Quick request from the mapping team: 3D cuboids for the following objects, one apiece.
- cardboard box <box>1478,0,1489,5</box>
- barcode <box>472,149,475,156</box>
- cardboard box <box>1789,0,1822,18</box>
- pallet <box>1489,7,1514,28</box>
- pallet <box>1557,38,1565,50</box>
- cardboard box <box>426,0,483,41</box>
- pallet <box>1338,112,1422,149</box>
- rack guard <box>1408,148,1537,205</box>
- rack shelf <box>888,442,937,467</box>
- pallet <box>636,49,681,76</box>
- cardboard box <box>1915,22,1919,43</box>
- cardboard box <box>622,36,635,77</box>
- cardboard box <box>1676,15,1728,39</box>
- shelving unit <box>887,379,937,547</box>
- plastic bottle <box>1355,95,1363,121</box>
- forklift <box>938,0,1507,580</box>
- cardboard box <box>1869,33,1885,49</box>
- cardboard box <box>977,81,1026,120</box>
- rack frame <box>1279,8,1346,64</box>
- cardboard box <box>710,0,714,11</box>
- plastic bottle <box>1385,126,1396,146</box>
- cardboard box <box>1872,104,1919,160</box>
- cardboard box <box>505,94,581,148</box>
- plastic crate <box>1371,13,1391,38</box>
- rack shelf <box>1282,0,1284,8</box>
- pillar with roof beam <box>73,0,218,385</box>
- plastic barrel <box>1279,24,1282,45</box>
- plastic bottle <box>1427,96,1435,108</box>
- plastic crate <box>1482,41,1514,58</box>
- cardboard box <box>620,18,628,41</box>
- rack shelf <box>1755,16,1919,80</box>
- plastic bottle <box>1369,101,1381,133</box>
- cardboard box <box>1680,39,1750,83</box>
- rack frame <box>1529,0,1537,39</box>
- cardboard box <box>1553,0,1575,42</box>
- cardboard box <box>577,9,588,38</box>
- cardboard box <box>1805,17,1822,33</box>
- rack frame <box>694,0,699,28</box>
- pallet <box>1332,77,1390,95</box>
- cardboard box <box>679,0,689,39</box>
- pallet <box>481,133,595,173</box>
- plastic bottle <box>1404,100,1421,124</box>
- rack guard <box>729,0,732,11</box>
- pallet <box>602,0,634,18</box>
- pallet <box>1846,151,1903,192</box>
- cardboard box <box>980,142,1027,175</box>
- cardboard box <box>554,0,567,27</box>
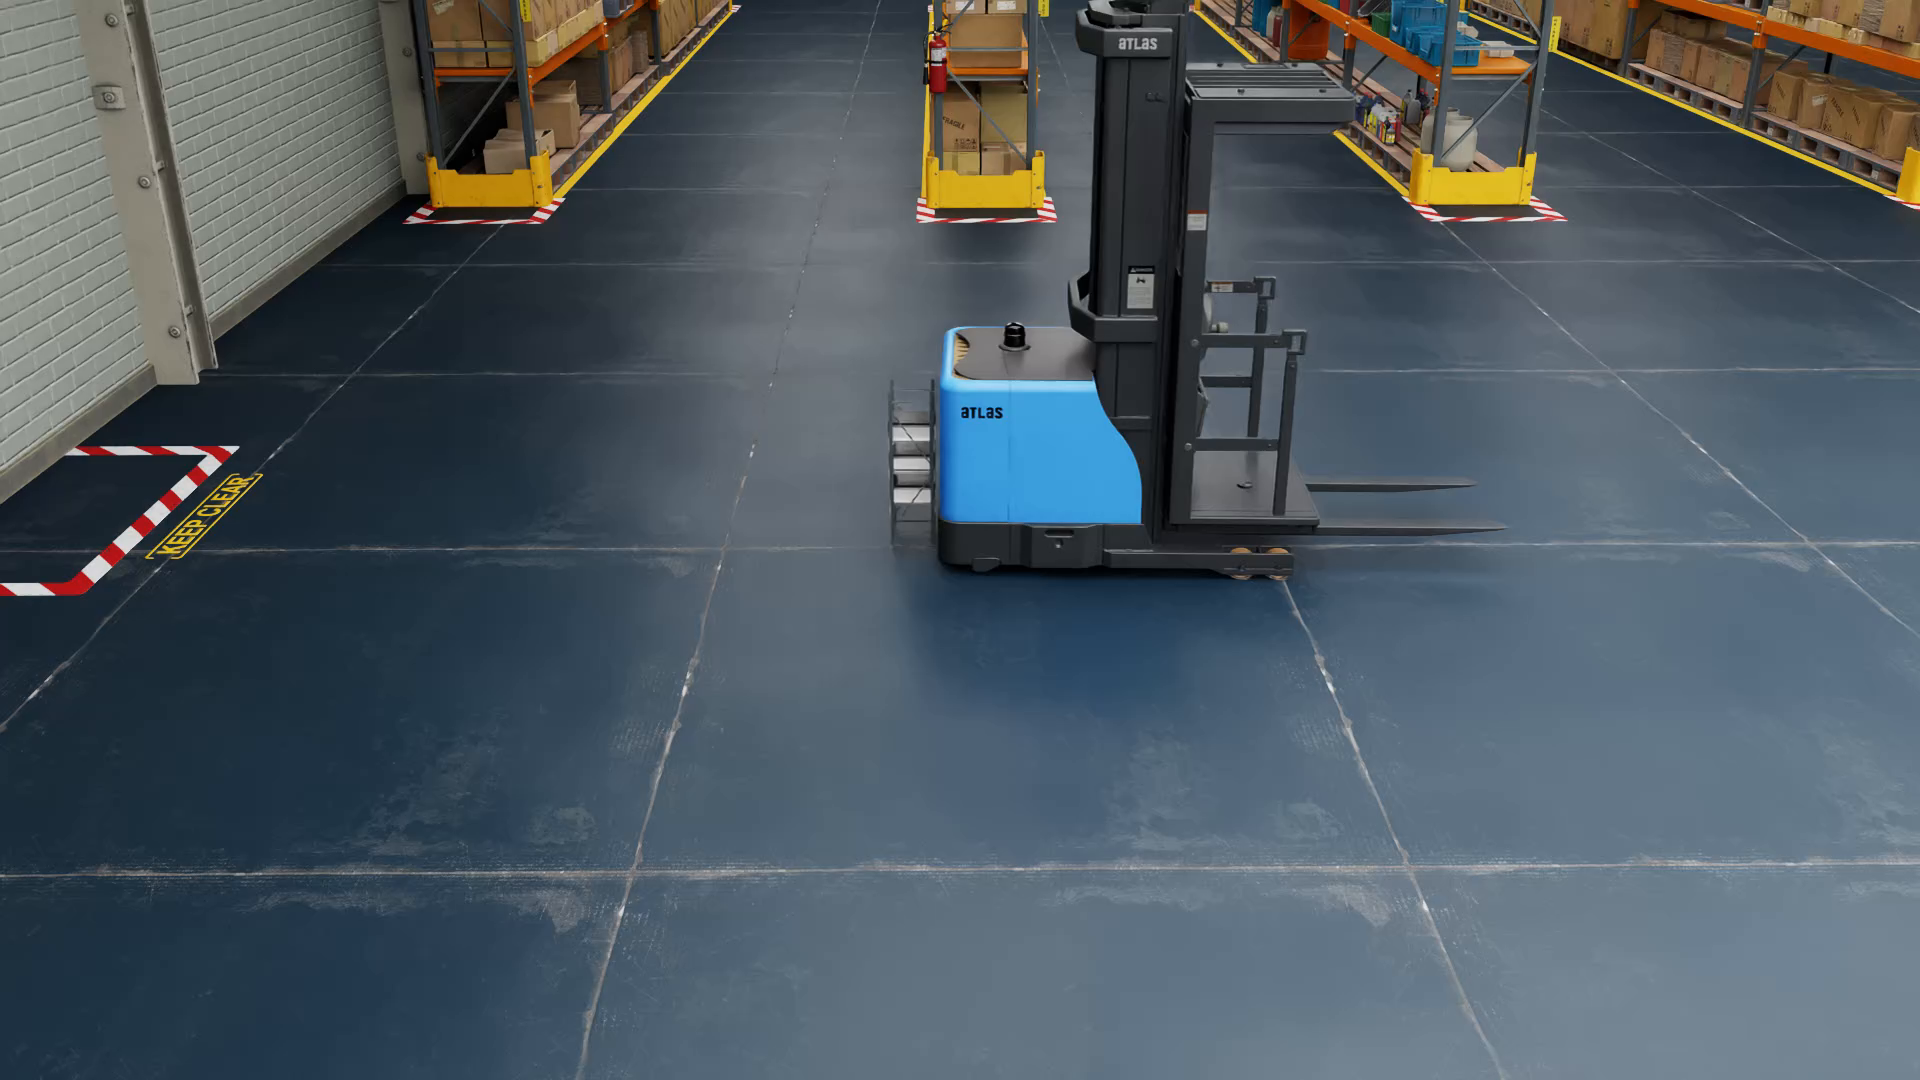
[{"bbox_3d":[10.066,-10.348,30.558,0.875,0.875,0.875,0,24,-1],"label":"cardboard box"},{"bbox_3d":[-5.023,-3.999,17.169,0.001,0.075,0.075,0,24,-1],"label":"barcode"},{"bbox_3d":[10.023,-6.232,18.907,0.875,0.500,0.500,0,24,-1],"label":"cardboard box"},{"bbox_3d":[10.076,-9.286,29.527,1.003,0.211,1.213,0,24,-1],"label":"pallet"},{"bbox_3d":[10.106,-8.151,27.017,1.003,0.211,1.213,0,24,-1],"label":"pallet"},{"bbox_3d":[-4.923,-5.204,16.363,0.500,0.500,0.500,-1,24,-1],"label":"cardboard box"},{"bbox_3d":[5.123,-4.873,19.769,1.003,0.211,1.213,0,24,-1],"label":"pallet"},{"bbox_3d":[5.153,-3.665,16.746,1.175,0.500,0.348,0,24,-1],"label":"rack guard"},{"bbox_3d":[-0.258,-0.469,9.057,0.258,0.077,0.200,0,24,1],"label":"rack shelf"},{"bbox_3d":[-4.726,-7.079,24.646,1.003,0.211,1.213,0,24,-1],"label":"pallet"},{"bbox_3d":[10.175,-5.202,16.631,0.875,0.500,0.500,0,24,-1],"label":"cardboard box"},{"bbox_3d":[-4.843,-6.577,22.651,0.700,0.500,0.500,0,24,-1],"label":"cardboard box"},{"bbox_3d":[10.120,-7.000,22.677,0.500,0.250,0.500,2,24,5],"label":"cardboard box"},{"bbox_3d":[-0.258,-0.417,9.080,0.258,0.900,0.210,0,24,1],"label":"shelving unit"},{"bbox_3d":[4.753,-5.114,19.688,0.152,0.276,0.135,1,24,1],"label":"plastic bottle"},{"bbox_3d":[1.406,-1.346,8.668,3.031,2.935,1.130,0,24,1],"label":"forklift"},{"bbox_3d":[9.914,-5.312,17.659,0.380,0.149,0.250,0,24,-1],"label":"cardboard box"},{"bbox_3d":[0.439,-4.666,17.843,0.500,0.500,0.500,0,24,-1],"label":"cardboard box"},{"bbox_3d":[5.114,-8.069,23.451,1.000,3.000,0.127,0,24,-1],"label":"rack frame"},{"bbox_3d":[-4.761,-9.672,29.519,0.700,0.500,0.500,-1,24,-2],"label":"cardboard box"},{"bbox_3d":[4.743,-4.453,18.317,0.097,0.201,0.097,0,24,0],"label":"plastic bottle"},{"bbox_3d":[10.123,-4.351,17.753,0.500,0.500,0.500,6,25,13],"label":"cardboard box"},{"bbox_3d":[-4.587,-4.612,18.307,0.700,0.500,0.500,-2,24,-4],"label":"cardboard box"},{"bbox_3d":[4.890,-5.763,18.610,0.450,0.188,0.662,0,24,-1],"label":"plastic crate"},{"bbox_3d":[5.092,-8.565,25.421,1.077,0.370,4.000,0,24,-1],"label":"rack shelf"},{"bbox_3d":[-1.208,-5.293,10.033,9.100,9.000,0.400,0,24,-1],"label":"pillar with roof beam"},{"bbox_3d":[4.996,-7.560,24.836,0.421,0.512,0.421,0,24,0],"label":"plastic barrel"},{"bbox_3d":[5.458,-4.938,19.209,0.144,0.351,0.185,0,24,-1],"label":"plastic bottle"},{"bbox_3d":[5.513,-5.022,17.035,0.298,0.136,0.250,0,24,-1],"label":"plastic crate"},{"bbox_3d":[-4.789,-6.896,22.447,0.500,0.250,0.500,0,24,0],"label":"cardboard box"},{"bbox_3d":[10.132,-5.291,18.182,1.077,0.370,4.000,0,24,-1],"label":"rack shelf"},{"bbox_3d":[4.758,-4.827,18.963,0.144,0.351,0.185,0,24,-1],"label":"plastic bottle"},{"bbox_3d":[10.126,-6.415,22.292,0.700,0.500,0.500,2,24,4],"label":"cardboard box"},{"bbox_3d":[10.023,-9.739,27.144,1.000,3.000,0.127,0,24,-1],"label":"rack frame"},{"bbox_3d":[10.060,-8.331,26.099,1.225,0.875,0.875,-1,24,-2],"label":"cardboard box"},{"bbox_3d":[-4.423,-5.711,18.394,0.500,0.250,0.500,0,24,-1],"label":"cardboard box"},{"bbox_3d":[9.805,-5.826,18.797,0.380,0.149,0.250,0,24,-1],"label":"cardboard box"},{"bbox_3d":[-4.836,-9.673,26.997,1.000,3.000,0.127,0,24,-1],"label":"rack frame"},{"bbox_3d":[5.094,-5.977,22.210,1.003,0.211,1.213,0,24,-1],"label":"pallet"},{"bbox_3d":[-4.687,-8.251,25.952,0.750,0.750,0.750,0,24,1],"label":"cardboard box"},{"bbox_3d":[-4.690,-4.325,18.557,1.003,0.211,1.213,0,24,-1],"label":"pallet"},{"bbox_3d":[5.307,-5.026,19.494,0.152,0.276,0.135,0,24,-1],"label":"plastic bottle"},{"bbox_3d":[-4.880,-10.192,31.178,1.175,0.500,0.348,0,24,-1],"label":"rack guard"},{"bbox_3d":[-4.612,-6.604,20.445,1.003,0.211,1.213,0,24,-1],"label":"pallet"},{"bbox_3d":[10.179,-3.890,17.596,1.003,0.211,1.213,0,24,-1],"label":"pallet"},{"bbox_3d":[0.464,-3.912,17.087,0.500,0.250,0.500,0,24,-1],"label":"cardboard box"},{"bbox_3d":[-4.405,-5.625,17.295,0.500,0.500,0.500,-1,24,-2],"label":"cardboard box"}]
